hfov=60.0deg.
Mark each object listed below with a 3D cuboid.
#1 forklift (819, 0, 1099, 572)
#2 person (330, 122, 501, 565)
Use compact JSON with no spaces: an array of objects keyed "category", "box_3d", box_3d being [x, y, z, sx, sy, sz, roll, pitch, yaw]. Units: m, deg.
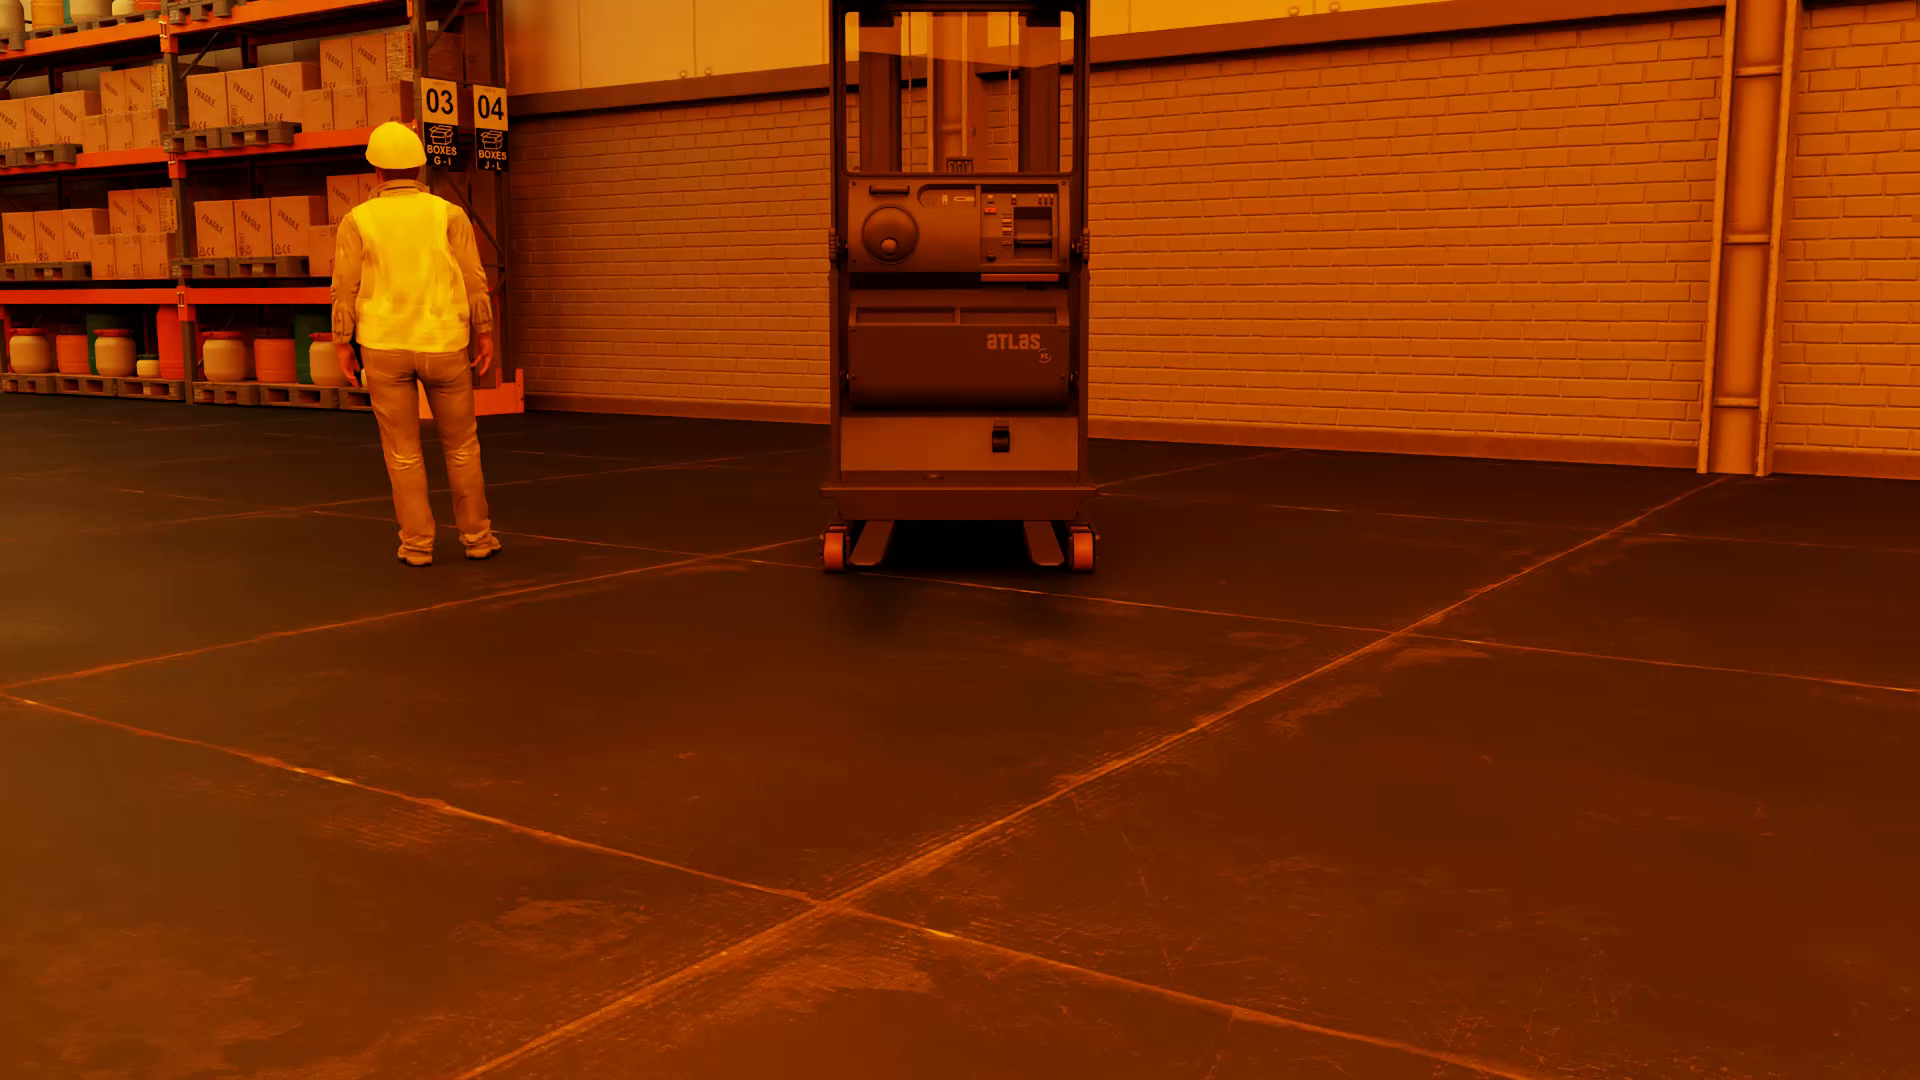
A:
[{"category":"forklift","box_3d":[-0.003,-1.363,6.779,1.130,2.935,3.031,0,8,0]},{"category":"person","box_3d":[-2.235,-0.793,6.825,0.632,1.775,0.567,-3,9,-18]}]
